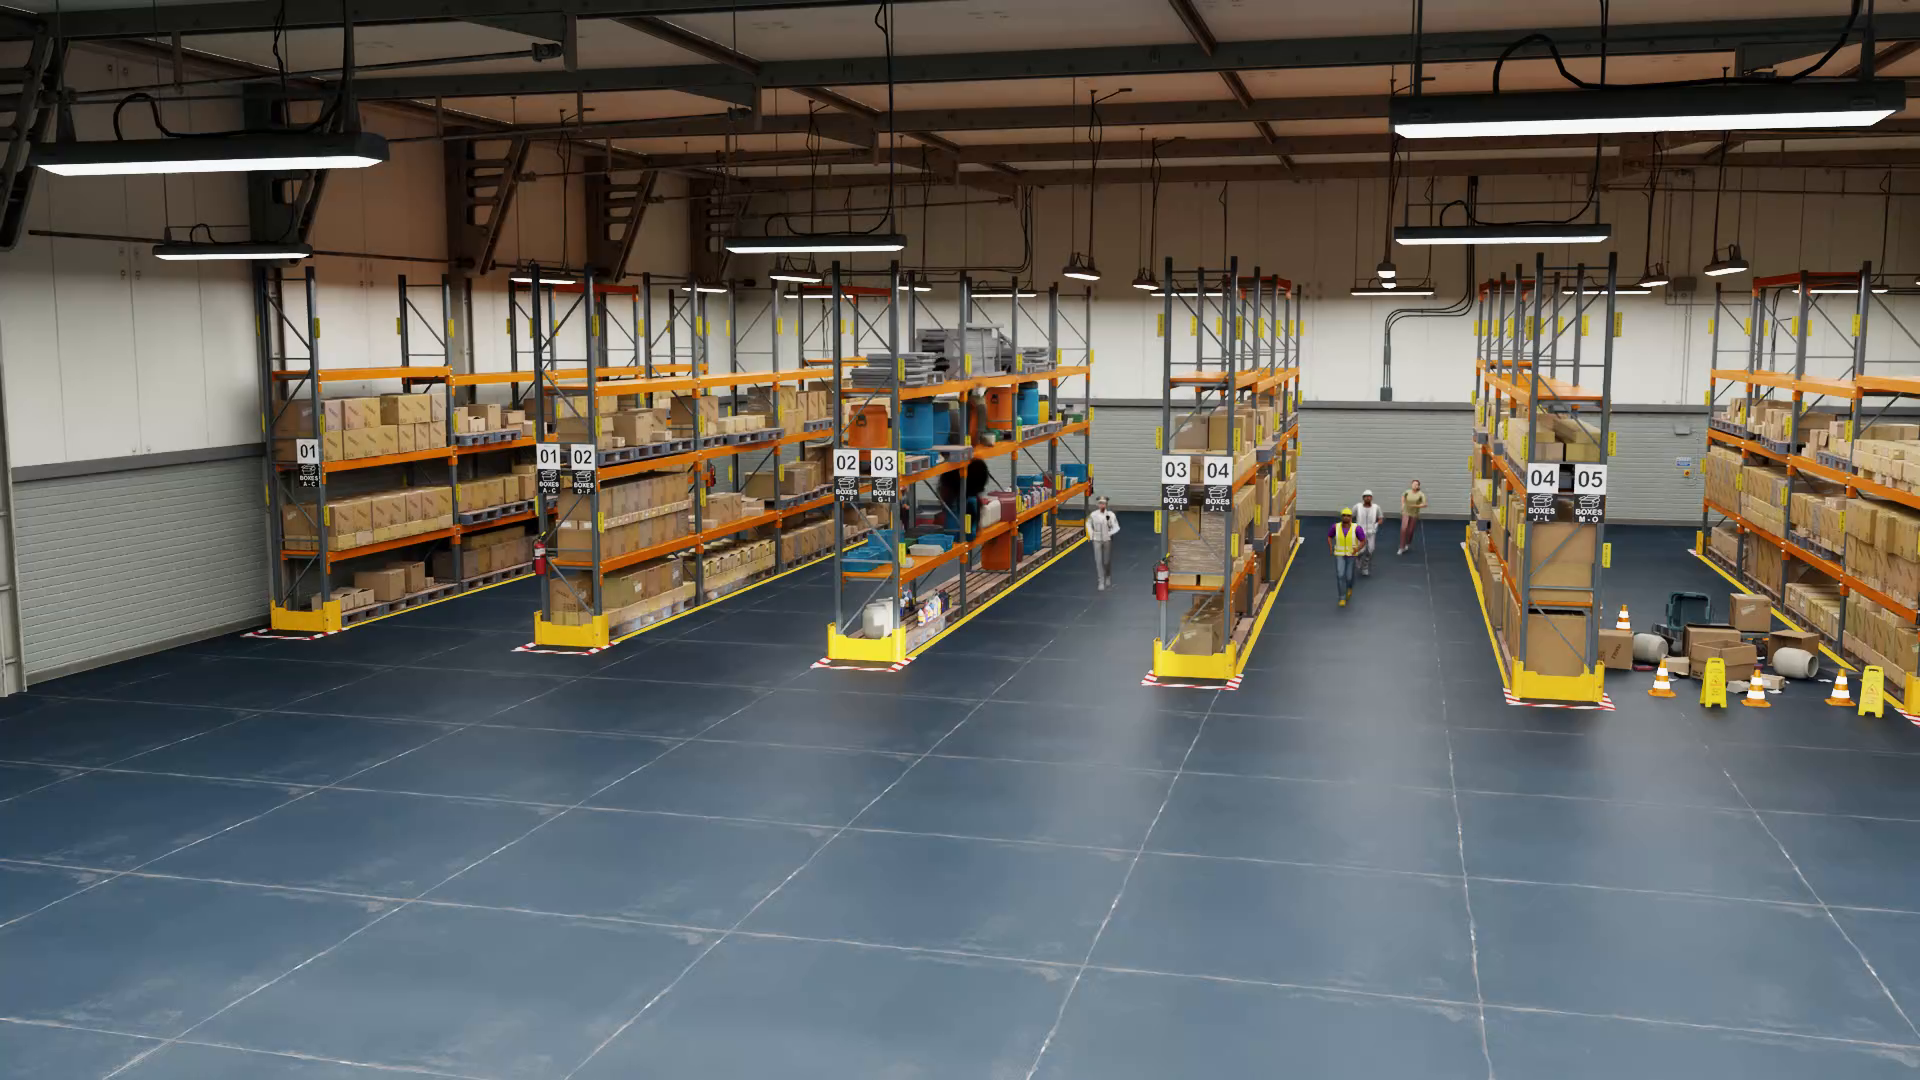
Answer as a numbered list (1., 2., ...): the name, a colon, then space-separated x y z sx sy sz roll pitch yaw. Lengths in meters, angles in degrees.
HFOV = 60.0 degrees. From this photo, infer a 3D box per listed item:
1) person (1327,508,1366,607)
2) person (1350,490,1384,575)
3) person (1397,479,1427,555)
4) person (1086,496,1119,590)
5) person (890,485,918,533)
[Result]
1. person: 7.035 0.291 30.334 0.708 1.762 0.857 2 7 15
2. person: 8.258 -0.143 33.791 0.692 1.733 0.581 1 7 7
3. person: 10.146 -0.524 37.201 0.590 1.687 0.879 3 8 24
4. person: 2.587 0.037 30.288 0.627 1.704 0.708 1 7 10
5. person: -1.216 -0.423 35.836 0.636 1.728 0.953 1 7 5
